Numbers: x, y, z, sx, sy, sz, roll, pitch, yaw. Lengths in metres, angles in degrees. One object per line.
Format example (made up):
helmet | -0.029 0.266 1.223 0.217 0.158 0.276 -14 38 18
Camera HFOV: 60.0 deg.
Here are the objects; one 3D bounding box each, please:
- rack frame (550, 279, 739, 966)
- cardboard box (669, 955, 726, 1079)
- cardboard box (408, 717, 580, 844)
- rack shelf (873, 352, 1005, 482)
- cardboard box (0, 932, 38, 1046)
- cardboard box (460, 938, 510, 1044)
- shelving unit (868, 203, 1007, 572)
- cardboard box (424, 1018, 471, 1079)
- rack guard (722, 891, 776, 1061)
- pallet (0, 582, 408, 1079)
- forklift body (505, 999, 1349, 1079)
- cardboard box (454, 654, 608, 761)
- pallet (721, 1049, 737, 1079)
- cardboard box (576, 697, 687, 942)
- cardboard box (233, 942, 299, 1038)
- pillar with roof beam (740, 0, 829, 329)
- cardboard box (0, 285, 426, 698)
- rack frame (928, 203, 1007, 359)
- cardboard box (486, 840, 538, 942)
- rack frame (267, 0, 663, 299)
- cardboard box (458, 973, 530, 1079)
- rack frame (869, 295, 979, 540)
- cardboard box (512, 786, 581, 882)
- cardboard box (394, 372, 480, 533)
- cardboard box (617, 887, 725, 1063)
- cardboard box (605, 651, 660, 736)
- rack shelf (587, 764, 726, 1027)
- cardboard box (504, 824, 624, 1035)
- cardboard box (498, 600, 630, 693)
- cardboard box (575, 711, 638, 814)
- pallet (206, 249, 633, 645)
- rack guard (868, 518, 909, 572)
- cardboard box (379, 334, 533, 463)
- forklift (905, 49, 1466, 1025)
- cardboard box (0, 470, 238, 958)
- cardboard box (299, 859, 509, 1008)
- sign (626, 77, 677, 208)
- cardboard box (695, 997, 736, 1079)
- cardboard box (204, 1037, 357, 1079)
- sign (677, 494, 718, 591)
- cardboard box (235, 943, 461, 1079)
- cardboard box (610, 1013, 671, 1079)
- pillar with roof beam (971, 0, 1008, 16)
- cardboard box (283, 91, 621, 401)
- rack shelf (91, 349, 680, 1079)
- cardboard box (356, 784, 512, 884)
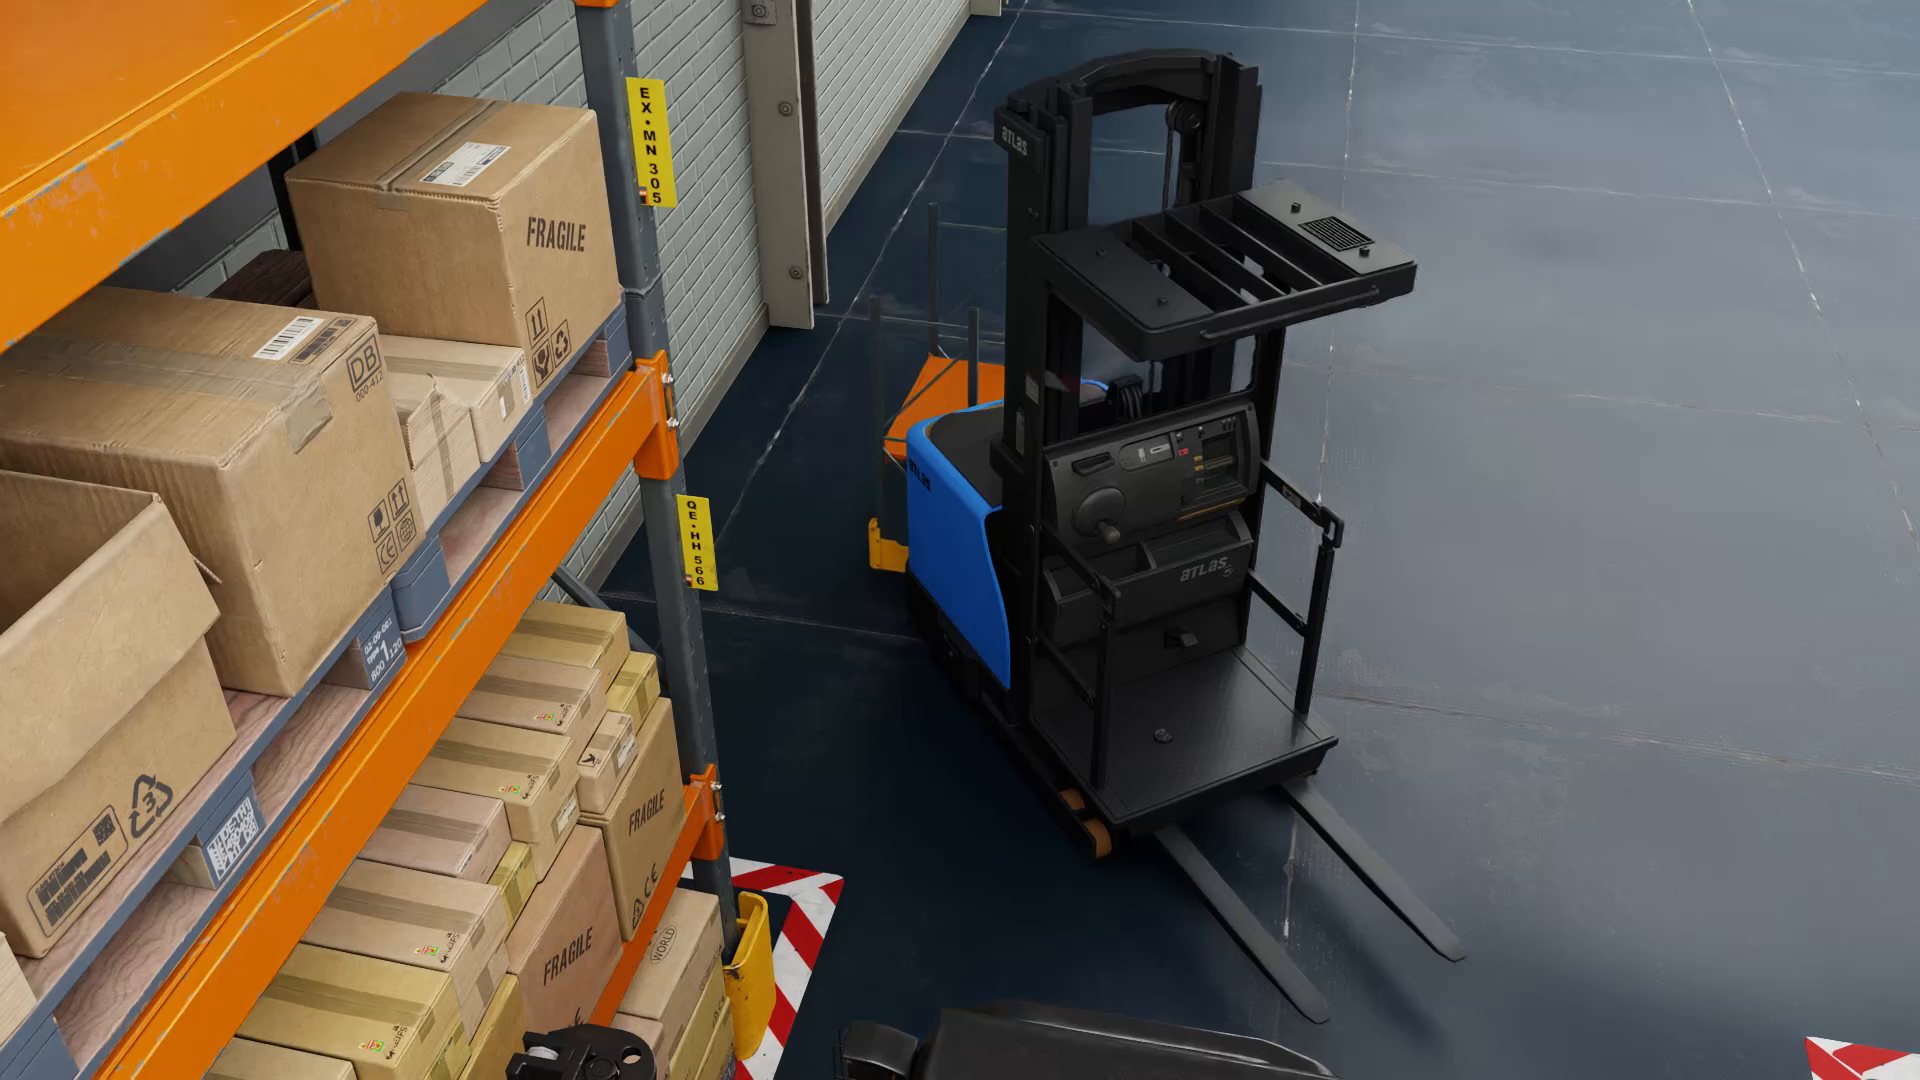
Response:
rack frame | -1.281 0.499 5.276 1.000 3.000 0.127 7 37 10
cardboard box | -1.080 1.558 5.374 0.500 0.250 0.500 7 36 9
cardboard box | -1.204 0.606 4.237 0.380 0.149 0.250 8 37 11
rack shelf | -0.037 -0.595 8.370 0.538 0.185 1.000 8 37 11
cardboard box | -1.522 0.609 2.240 0.396 0.266 0.258 6 36 9
cardboard box | -1.298 1.021 3.918 0.380 0.149 0.250 6 36 8
shelving unit | -0.039 -0.736 8.257 0.587 1.500 1.083 8 37 11
cardboard box | -1.332 1.168 3.714 0.380 0.149 0.250 8 37 10
rack guard | -1.276 1.497 6.028 1.175 0.500 0.348 7 37 10
pallet | -1.716 0.424 2.899 1.003 0.211 1.213 7 37 10
forklift body | 0.096 2.158 3.709 2.313 2.155 1.214 7 37 10
cardboard box | -1.174 0.452 4.448 0.380 0.149 0.250 7 37 10
pallet | -1.404 2.072 5.482 1.003 0.211 1.213 7 37 10
cardboard box | -1.130 0.774 4.812 0.500 0.500 0.500 7 36 9
cardboard box | -1.851 1.298 4.088 0.500 0.500 0.500 7 37 10
pillar with roof beam | 3.177 -4.544 7.122 9.100 9.000 0.400 7 37 10
cardboard box | -1.454 -0.108 3.028 0.700 0.500 0.500 8 37 10
rack frame | 0.089 -1.030 8.663 0.500 1.500 0.032 8 37 11
cardboard box | -1.287 0.862 4.137 0.380 0.149 0.250 7 37 10
rack frame | -1.281 -1.930 3.515 1.000 3.000 0.127 7 37 10
cardboard box | -1.359 1.364 3.997 0.500 0.500 0.500 7 36 9
rack frame | -0.162 -0.452 7.865 0.500 1.500 0.032 8 37 11
cardboard box | -1.223 0.721 4.331 0.380 0.149 0.250 8 37 11
cardboard box | -1.216 -0.213 3.374 0.396 0.266 0.258 7 37 10
cardboard box | -1.075 1.341 5.248 0.500 0.250 0.500 8 37 12
cardboard box | -1.082 0.430 4.733 0.380 0.149 0.250 8 37 11
rack shelf | -1.709 1.937 3.905 1.077 0.370 4.000 7 37 10
cardboard box | -1.250 1.070 4.403 0.500 0.500 0.500 8 37 11
cardboard box | -1.152 0.307 4.649 0.380 0.149 0.250 7 37 10
cardboard box | -1.107 0.580 4.526 0.380 0.149 0.250 8 37 11
pallet | -1.458 -0.278 3.866 1.003 0.211 1.213 7 37 10
rack guard | -0.161 0.054 8.233 0.587 0.250 0.087 8 37 11
cardboard box | -1.162 -0.311 3.609 0.380 0.149 0.250 6 36 9
forklift | 0.860 -0.194 6.291 1.130 2.935 3.031 -17 39 -22
cardboard box | -1.617 0.222 2.571 0.797 0.503 0.637 8 37 11
cardboard box | -1.277 0.903 3.827 0.380 0.149 0.250 8 37 11
sign | -0.754 -0.966 4.054 0.100 0.325 0.005 7 37 10
cardboard box | -1.073 1.751 5.533 0.500 0.250 0.500 8 37 10
cardboard box | -1.474 1.187 3.434 0.380 0.149 0.250 8 37 11
sign | -0.754 0.010 4.761 0.100 0.325 0.005 7 37 10
cardboard box | -1.327 1.051 3.622 0.380 0.149 0.250 8 37 11
cardboard box | -1.178 1.634 4.843 0.500 0.250 0.500 8 37 11
pillar with roof beam | 4.458 -7.984 11.868 9.100 9.000 0.400 7 37 10
cardboard box | -1.138 -0.682 3.821 0.500 0.500 0.500 8 37 11
rack shelf | -1.709 0.722 3.024 1.077 0.370 4.000 7 37 10
cardboard box | -1.330 0.739 4.053 0.380 0.149 0.250 8 37 10
